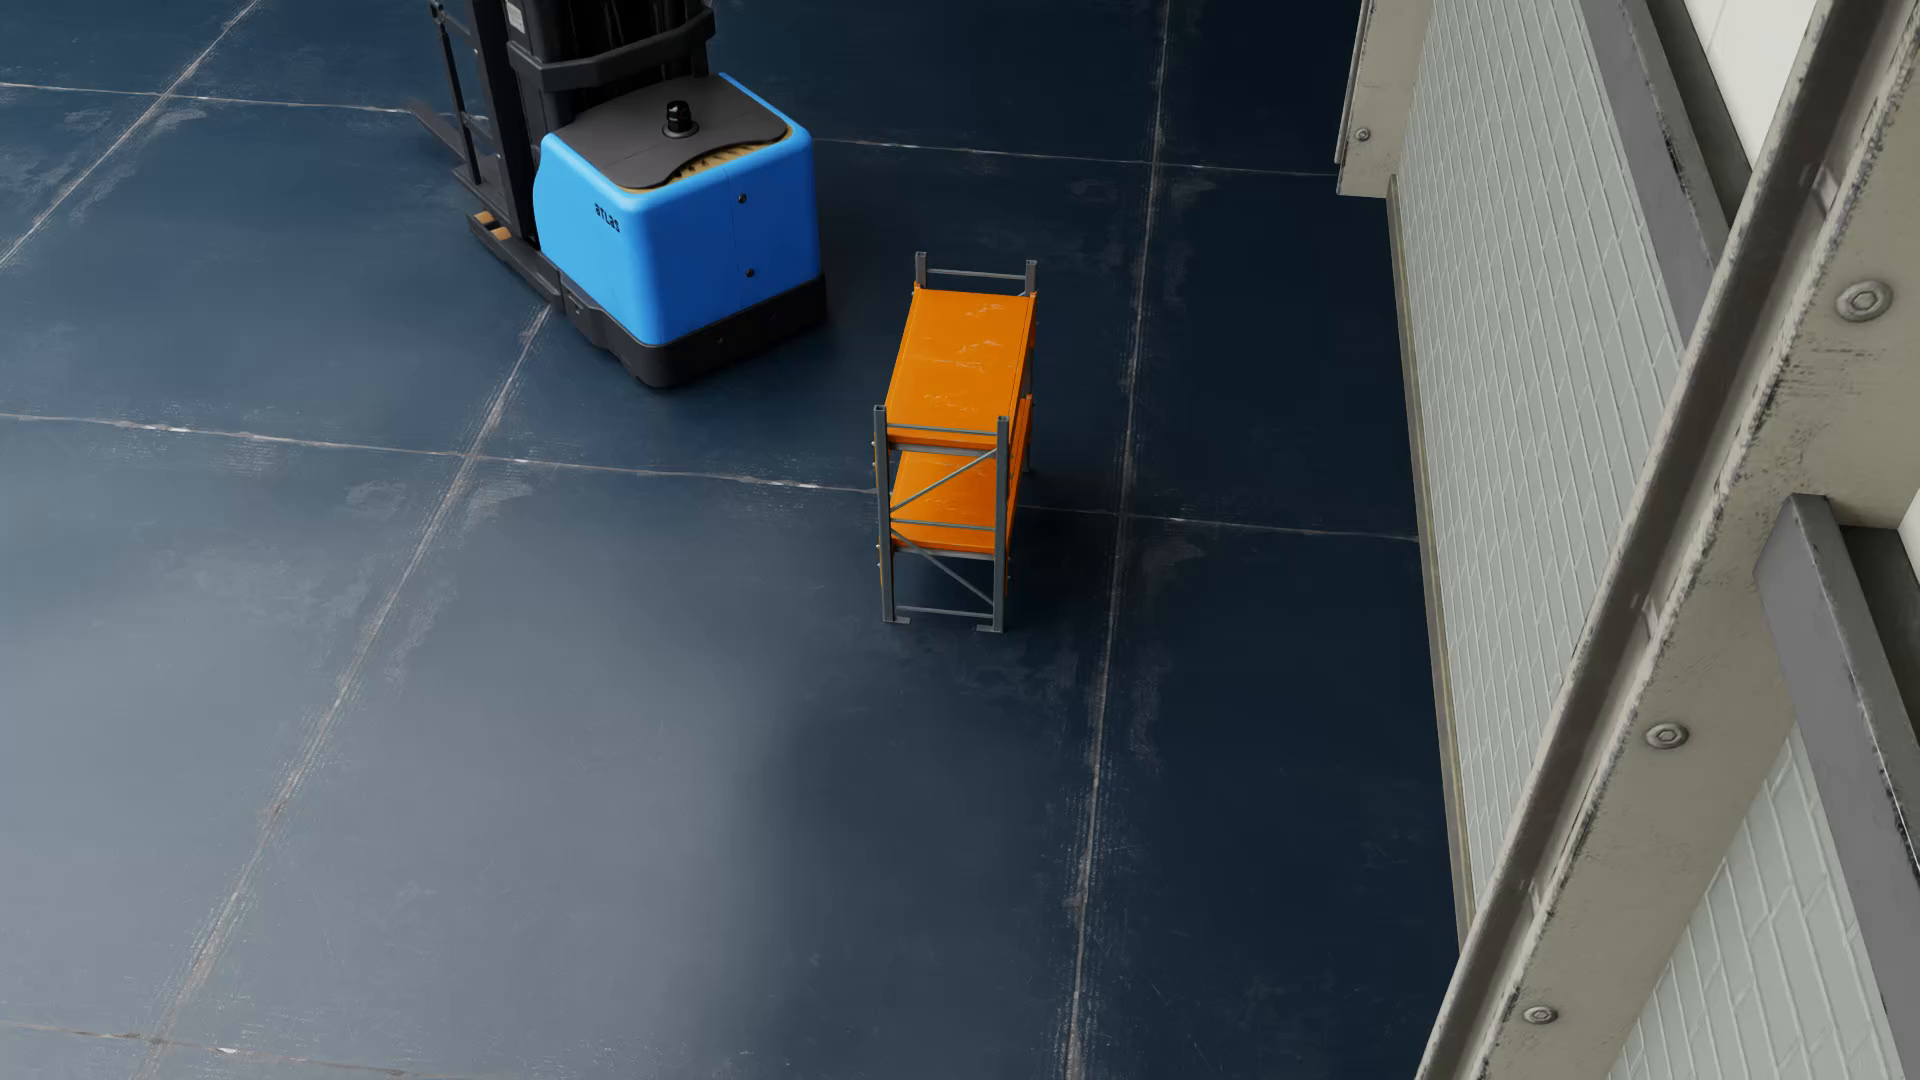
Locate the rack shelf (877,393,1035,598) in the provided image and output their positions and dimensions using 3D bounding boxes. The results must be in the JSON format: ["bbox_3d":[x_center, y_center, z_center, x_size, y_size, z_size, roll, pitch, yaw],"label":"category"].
[{"bbox_3d":[-0.001,-0.226,7.026,0.538,0.278,1.000,5,44,6],"label":"rack shelf"}]

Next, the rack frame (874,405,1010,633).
[{"bbox_3d":[-0.068,-0.057,6.492,0.500,1.125,0.032,5,44,6],"label":"rack frame"}]

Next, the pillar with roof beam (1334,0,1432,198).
[{"bbox_3d":[-1.984,-5.709,6.735,9.100,9.000,0.400,5,44,6],"label":"pillar with roof beam"}]

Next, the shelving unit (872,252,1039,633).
[{"bbox_3d":[-0.001,-0.404,6.858,0.538,1.125,1.048,5,44,6],"label":"shelving unit"}]

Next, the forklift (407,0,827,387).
[{"bbox_3d":[-1.980,-2.746,8.019,1.130,2.935,3.031,-29,50,-27],"label":"forklift"}]

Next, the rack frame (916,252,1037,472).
[{"bbox_3d":[0.066,-0.750,7.224,0.500,1.125,0.032,5,44,6],"label":"rack frame"}]

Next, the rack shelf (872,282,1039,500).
[{"bbox_3d":[-0.001,-0.616,6.657,0.538,0.278,1.000,5,44,6],"label":"rack shelf"}]
